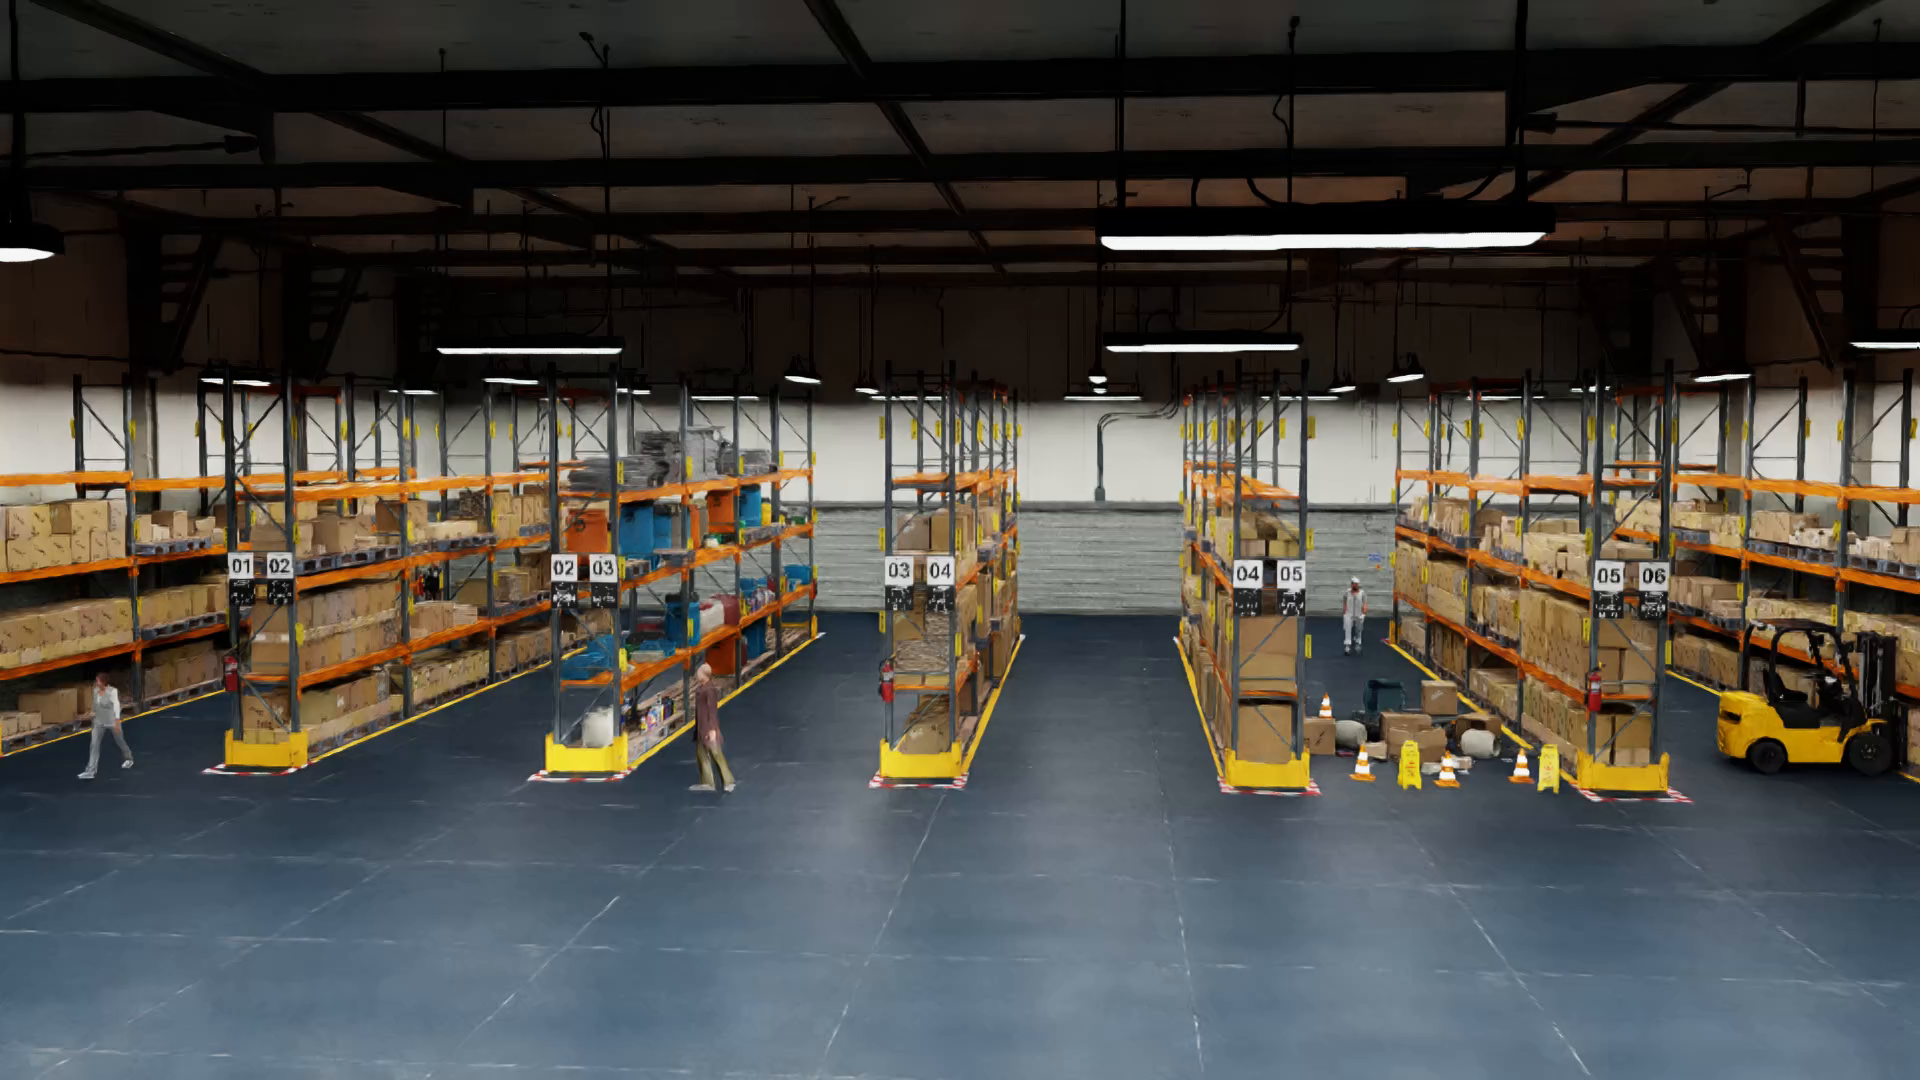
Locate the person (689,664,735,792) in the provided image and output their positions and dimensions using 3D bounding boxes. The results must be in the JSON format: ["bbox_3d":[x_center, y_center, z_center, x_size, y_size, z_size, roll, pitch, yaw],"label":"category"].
[{"bbox_3d":[-3.439,2.607,23.077,0.588,1.773,0.669,-2,4,-23],"label":"person"}]

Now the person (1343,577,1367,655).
[{"bbox_3d":[8.803,1.690,37.068,0.533,1.728,1.036,1,4,14],"label":"person"}]

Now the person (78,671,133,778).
[{"bbox_3d":[-12.360,2.644,24.115,0.415,1.517,1.041,0,4,3],"label":"person"}]

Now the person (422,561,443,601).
[{"bbox_3d":[-13.629,1.327,42.979,0.586,1.709,0.539,-2,4,-30],"label":"person"}]
